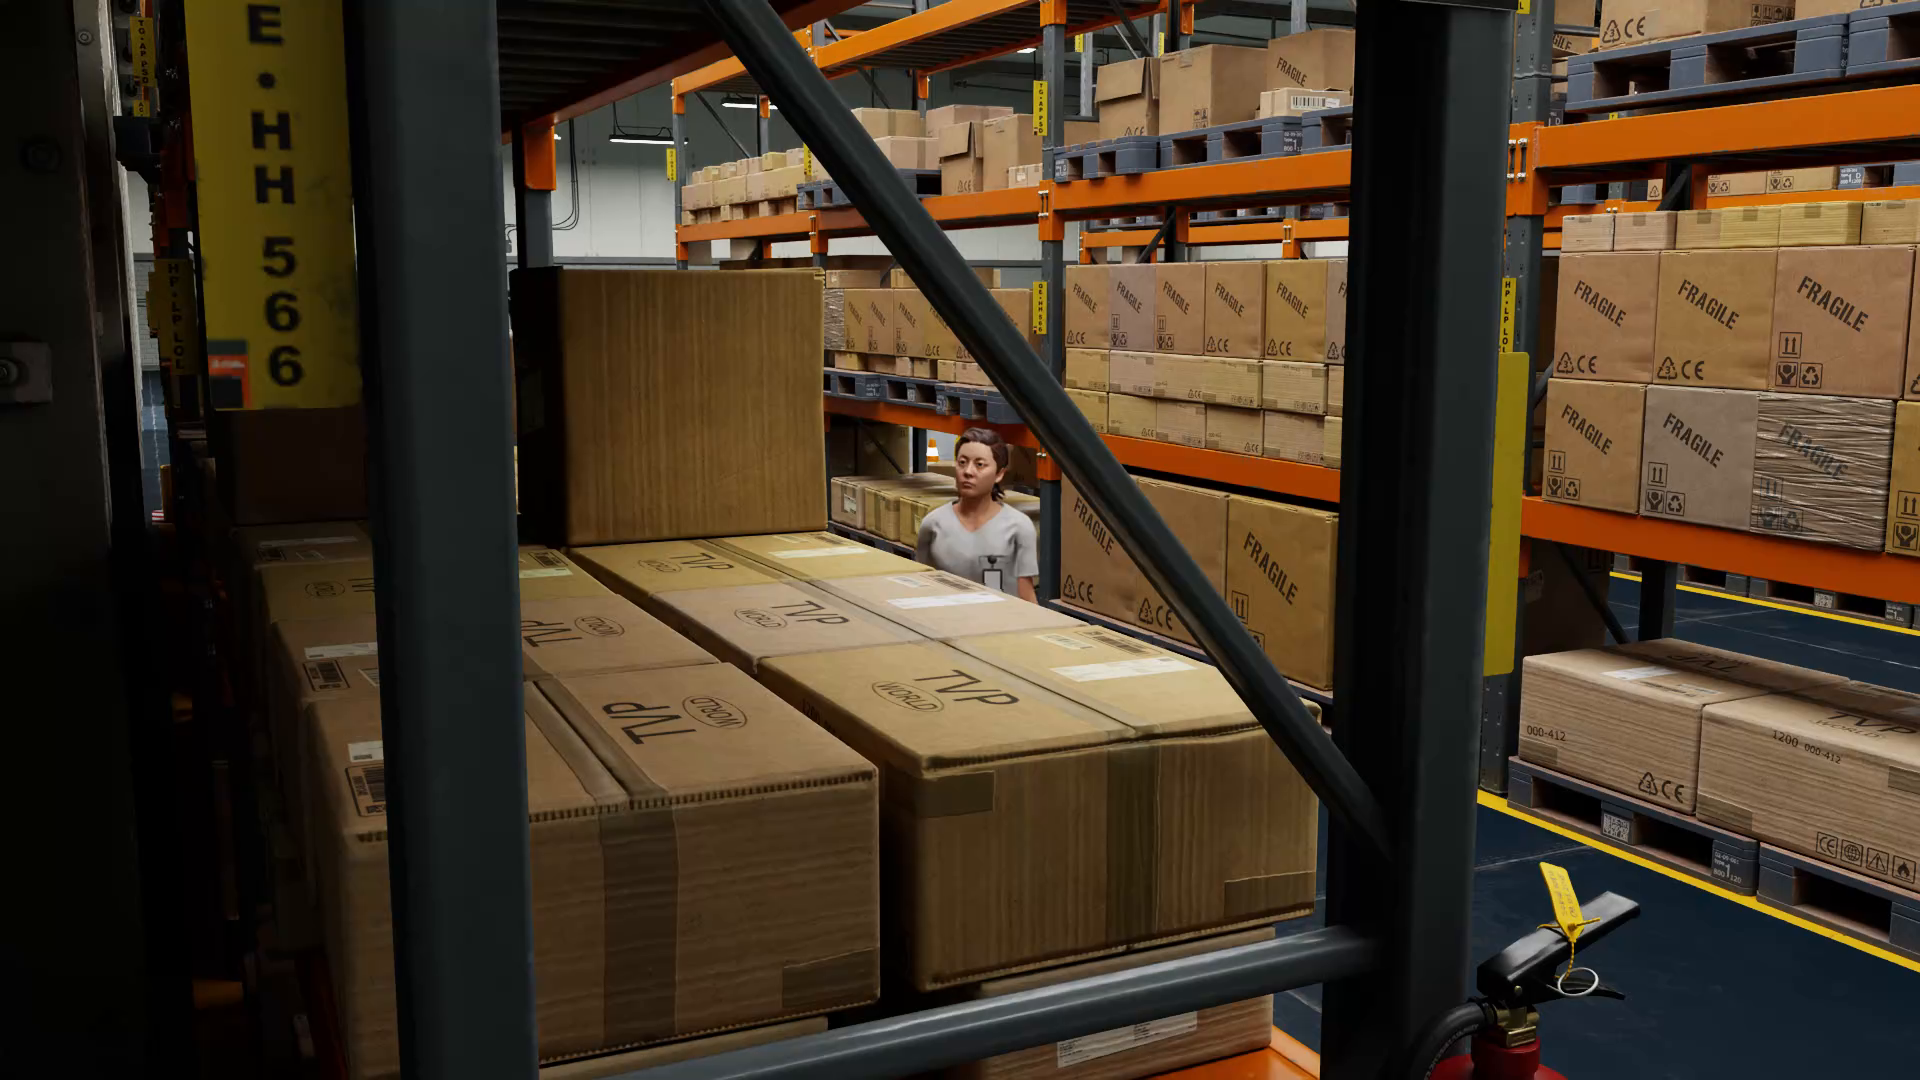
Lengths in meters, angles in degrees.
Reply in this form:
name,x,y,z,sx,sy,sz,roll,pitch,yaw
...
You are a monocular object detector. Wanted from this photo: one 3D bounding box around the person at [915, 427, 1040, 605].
name,x,y,z,sx,sy,sz,roll,pitch,yaw
person,0.046,0.454,5.716,0.444,1.677,0.447,1,9,7
